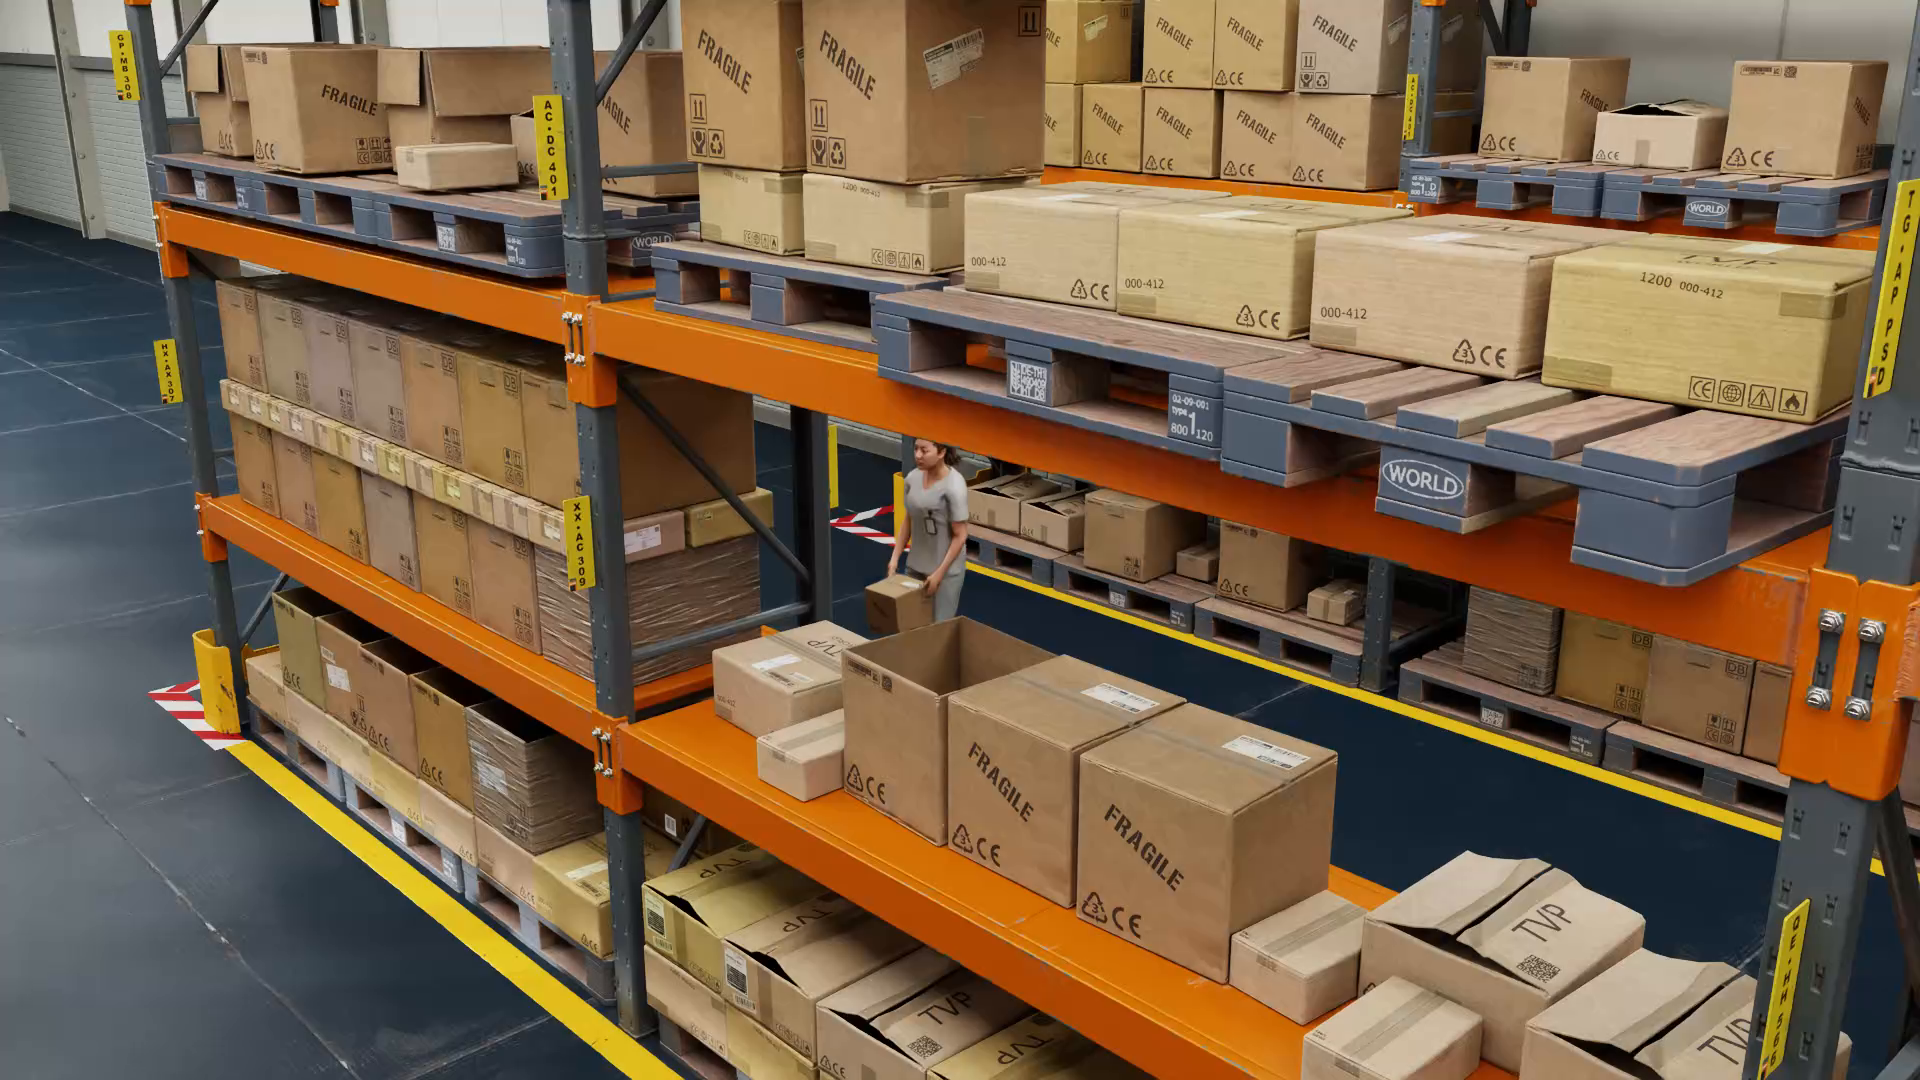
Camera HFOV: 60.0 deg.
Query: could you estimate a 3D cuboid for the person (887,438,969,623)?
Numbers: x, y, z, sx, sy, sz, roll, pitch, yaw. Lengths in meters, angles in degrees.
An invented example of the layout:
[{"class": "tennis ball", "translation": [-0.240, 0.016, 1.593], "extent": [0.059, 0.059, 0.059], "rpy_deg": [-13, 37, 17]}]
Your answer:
[{"class": "person", "translation": [-0.171, 0.184, 8.956], "extent": [0.420, 1.676, 0.467], "rpy_deg": [-16, 24, -42]}]
